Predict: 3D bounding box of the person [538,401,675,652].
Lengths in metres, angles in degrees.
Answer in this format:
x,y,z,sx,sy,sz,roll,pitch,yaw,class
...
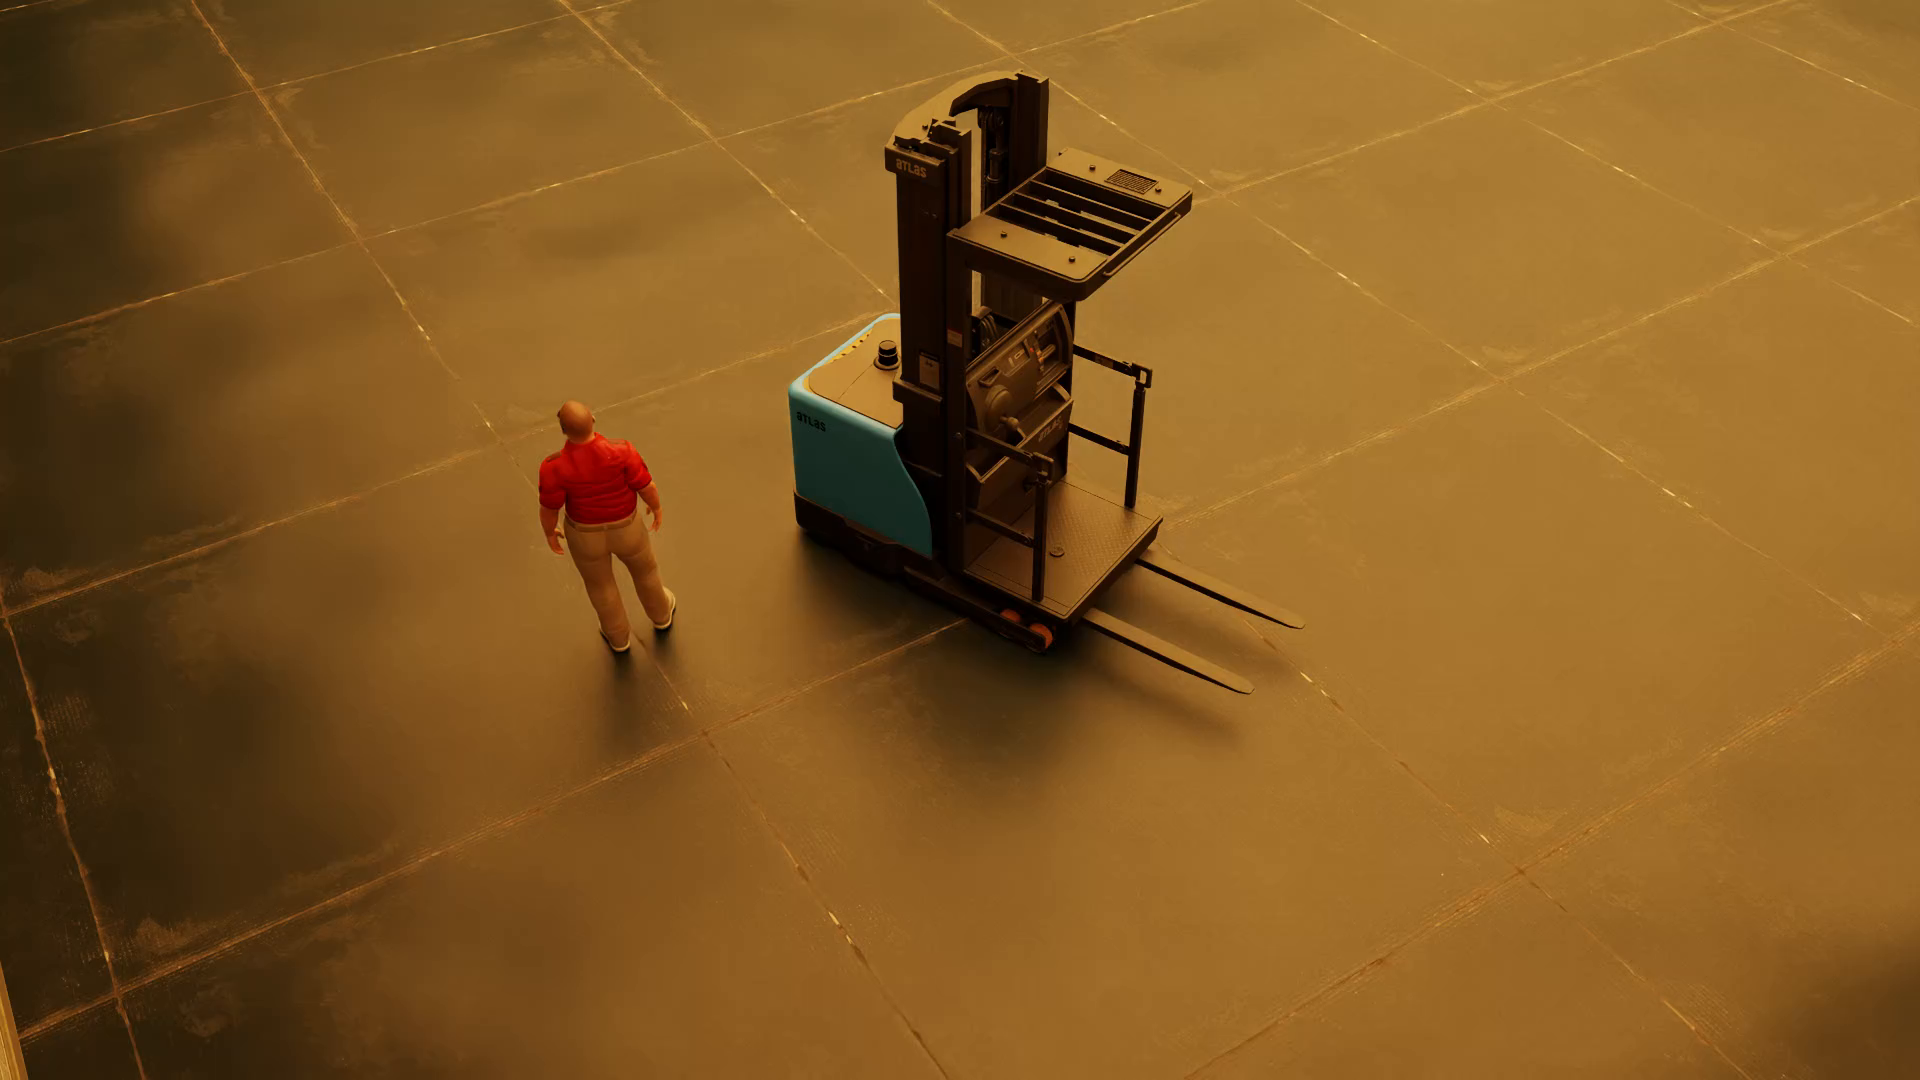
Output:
x,y,z,sx,sy,sz,roll,pitch,yaw,class
-1.911,-0.120,8.911,0.641,1.727,0.551,-12,42,-13,person

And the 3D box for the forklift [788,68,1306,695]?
x,y,z,sx,sy,sz,roll,pitch,yaw,class
0.496,-0.872,8.869,3.031,2.935,1.130,25,47,26,forklift
